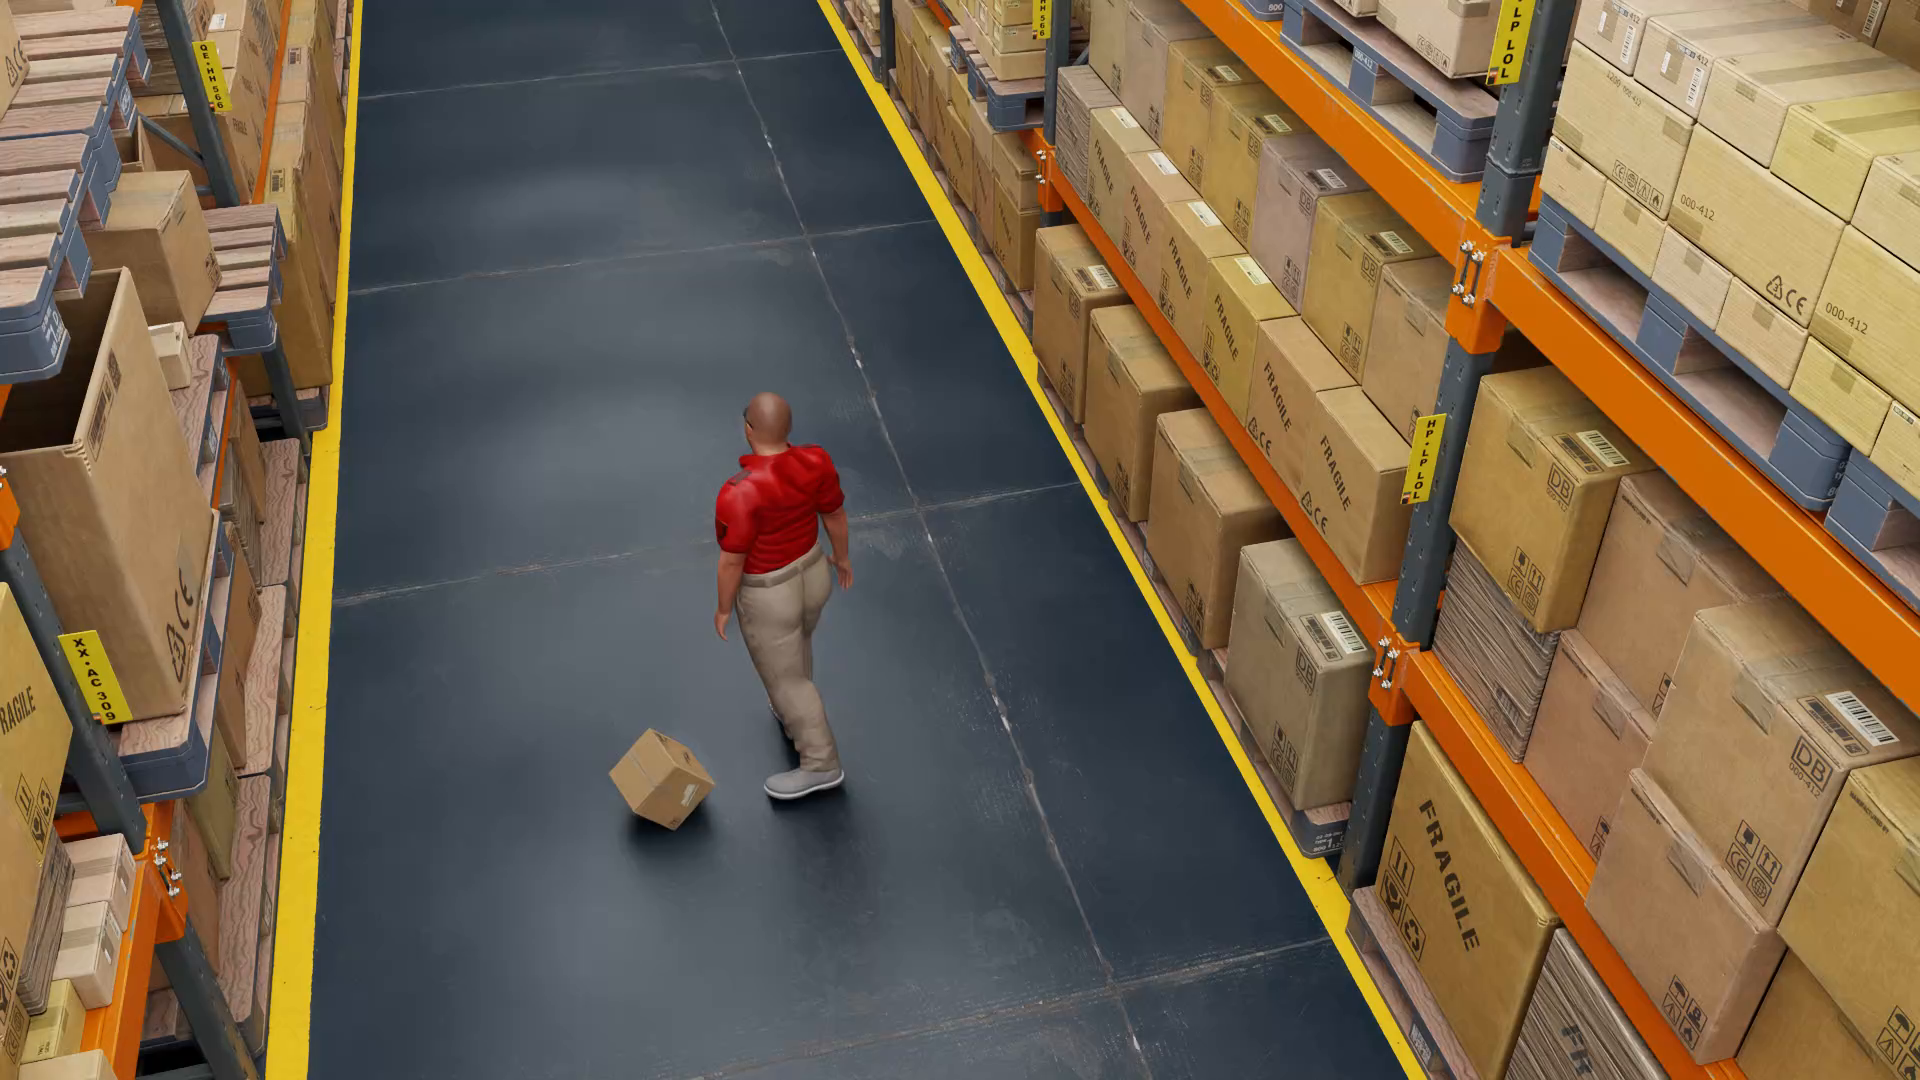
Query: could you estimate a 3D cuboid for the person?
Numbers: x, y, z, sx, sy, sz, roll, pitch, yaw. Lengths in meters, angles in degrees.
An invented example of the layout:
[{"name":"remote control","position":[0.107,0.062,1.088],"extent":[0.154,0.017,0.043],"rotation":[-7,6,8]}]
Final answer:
[{"name":"person","position":[-0.662,0.189,6.490],"extent":[0.626,1.716,0.619],"rotation":[29,46,31]}]
